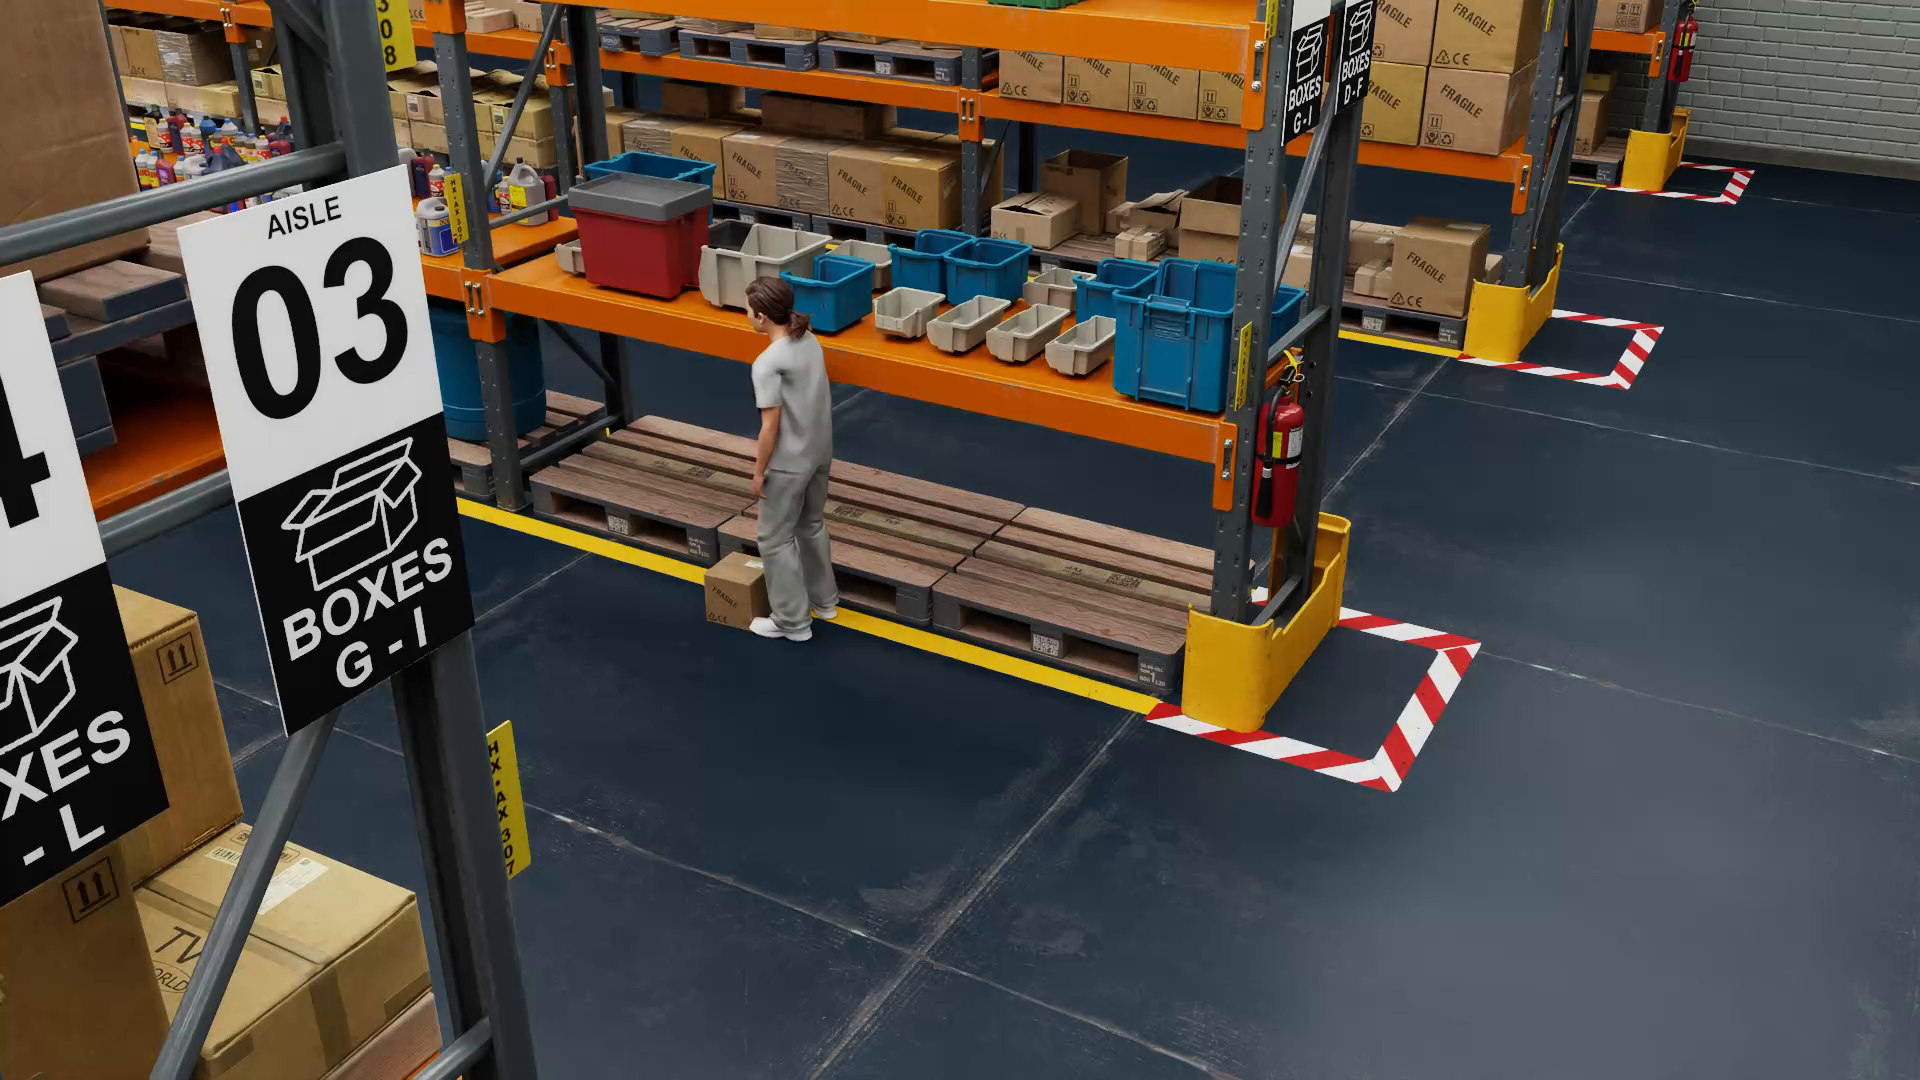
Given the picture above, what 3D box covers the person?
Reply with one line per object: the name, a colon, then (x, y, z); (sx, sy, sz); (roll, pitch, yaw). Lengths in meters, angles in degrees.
person: (-0.750, -0.248, 7.374); (0.361, 1.438, 0.490); (13, 29, 24)
